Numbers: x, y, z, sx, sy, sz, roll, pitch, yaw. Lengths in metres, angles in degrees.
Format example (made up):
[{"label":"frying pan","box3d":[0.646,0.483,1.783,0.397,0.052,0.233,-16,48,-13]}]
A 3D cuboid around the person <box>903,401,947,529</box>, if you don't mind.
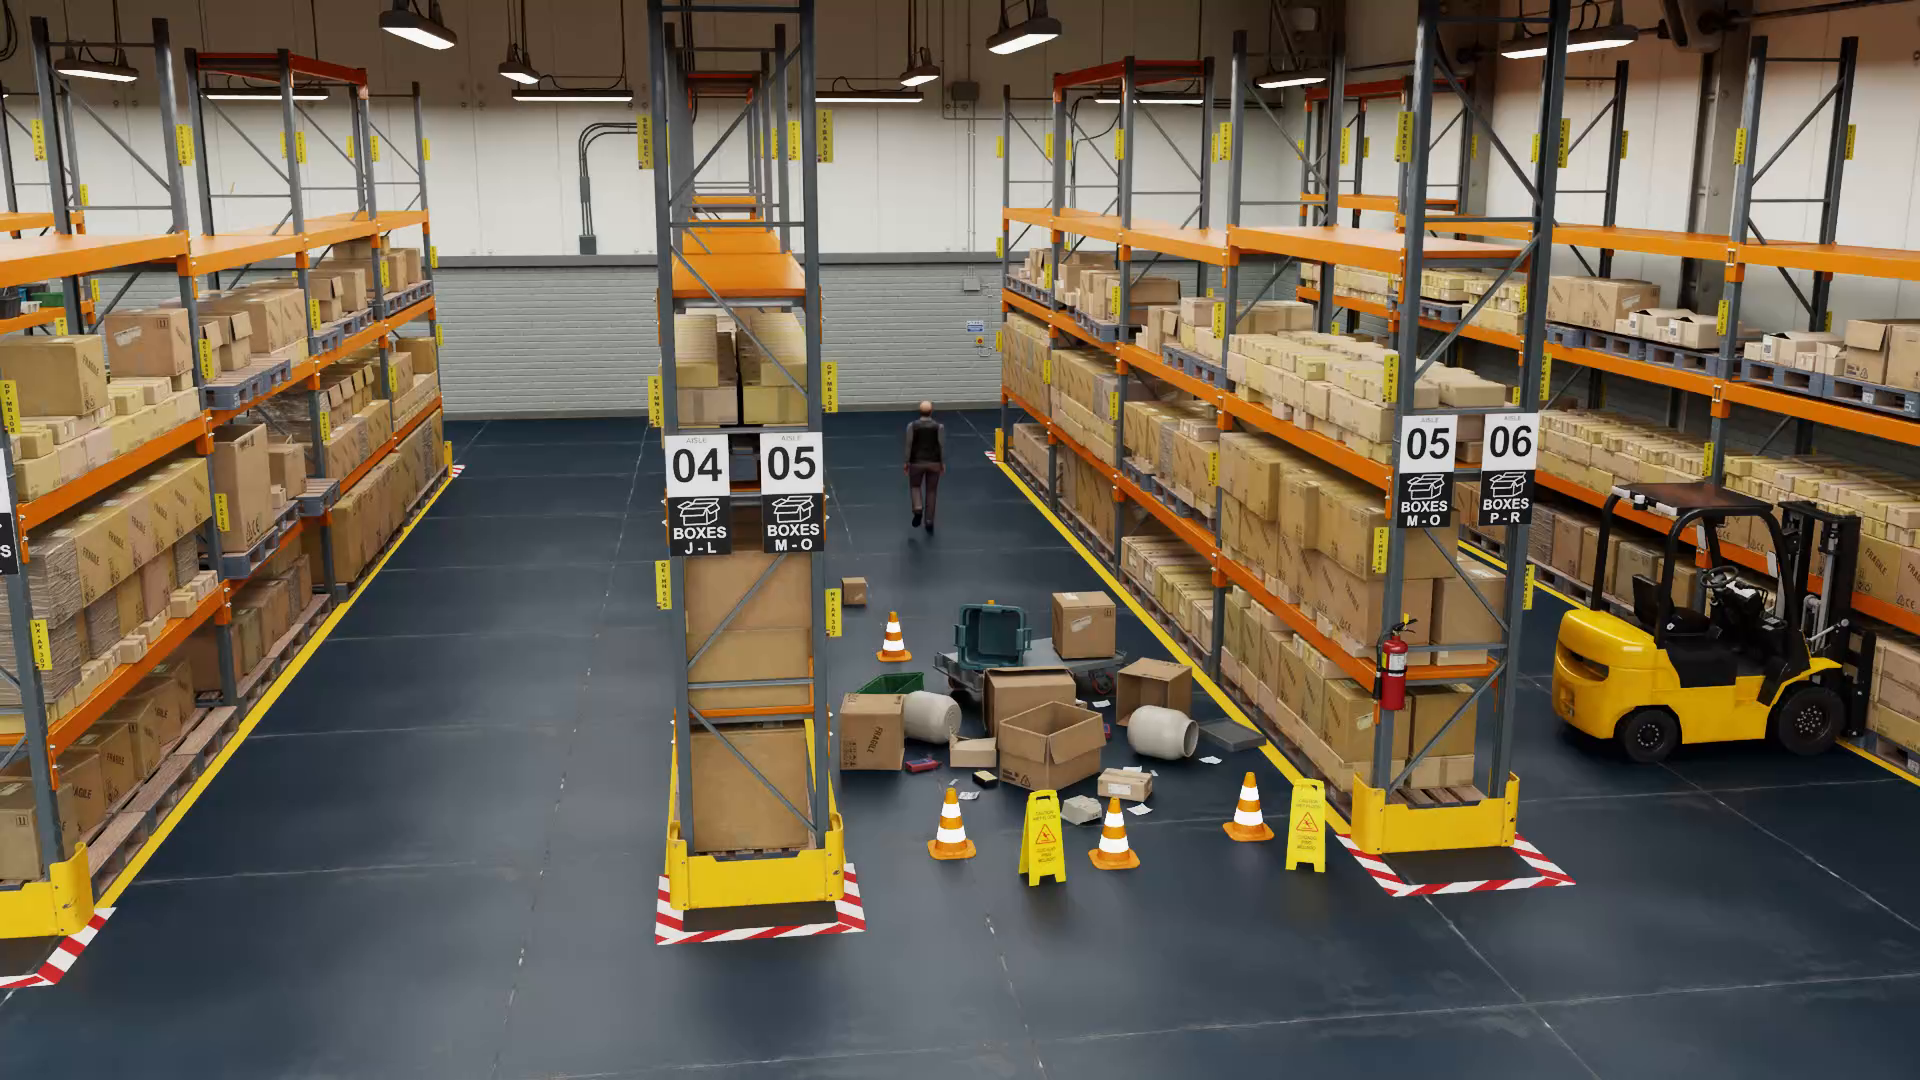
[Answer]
[{"label":"person","box3d":[-0.467,-1.014,22.289,0.585,1.713,0.474,0,13,0]}]
